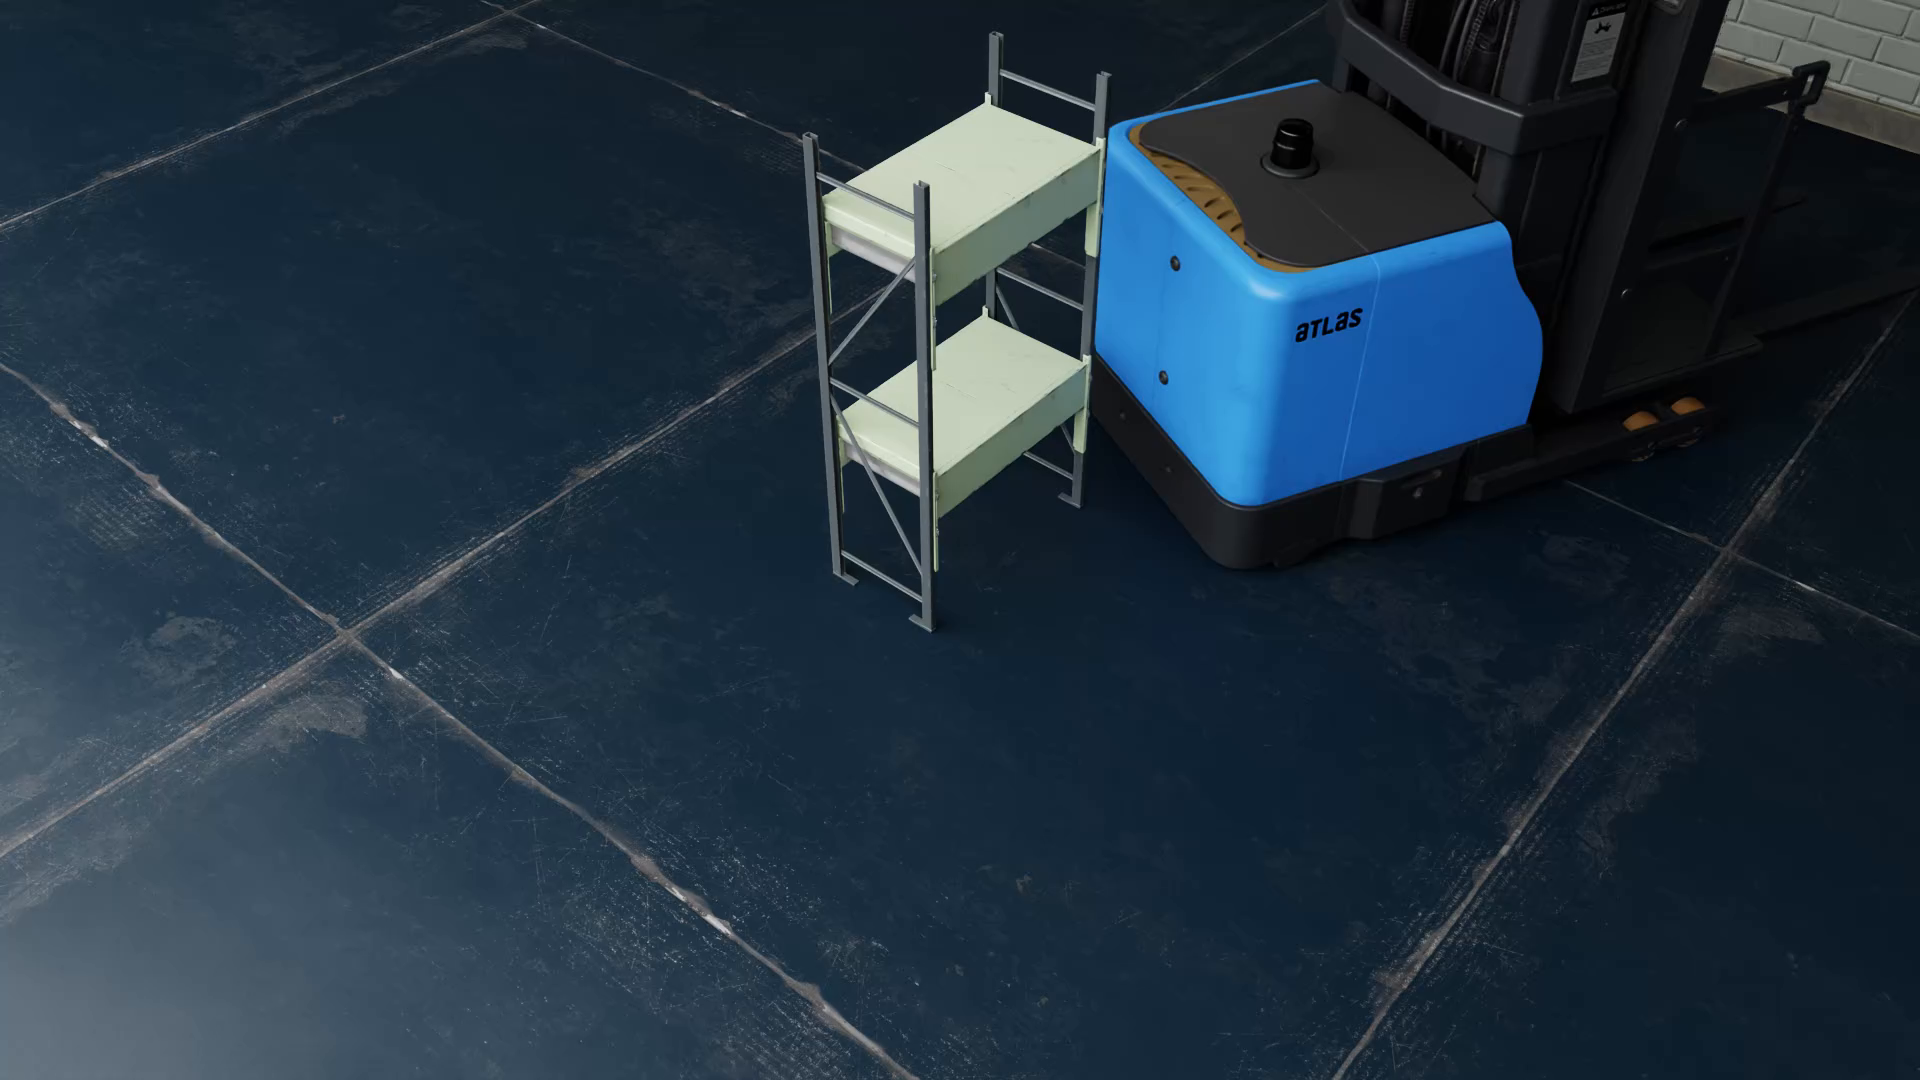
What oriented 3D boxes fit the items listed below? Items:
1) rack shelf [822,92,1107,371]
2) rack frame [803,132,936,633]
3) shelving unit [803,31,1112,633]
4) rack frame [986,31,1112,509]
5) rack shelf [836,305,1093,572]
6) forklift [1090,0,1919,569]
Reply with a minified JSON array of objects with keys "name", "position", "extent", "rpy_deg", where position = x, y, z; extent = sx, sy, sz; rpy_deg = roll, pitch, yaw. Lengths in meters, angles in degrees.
[{"name":"rack shelf","position":[0.004,-0.847,4.487],"extent":[0.431,0.370,0.720],"rpy_deg":[29,50,28]},{"name":"rack frame","position":[-0.231,-0.370,4.542],"extent":[0.400,1.500,0.023],"rpy_deg":[29,50,28]},{"name":"shelving unit","position":[0.004,-0.558,4.749],"extent":[0.431,1.500,0.755],"rpy_deg":[29,50,28]},{"name":"rack frame","position":[0.240,-0.747,4.957],"extent":[0.400,1.500,0.023],"rpy_deg":[29,50,28]},{"name":"rack shelf","position":[0.004,-0.317,4.969],"extent":[0.431,0.370,0.720],"rpy_deg":[29,50,28]},{"name":"forklift","position":[1.973,-1.654,4.891],"extent":[3.031,2.935,1.130],"rpy_deg":[-17,45,-17]}]
